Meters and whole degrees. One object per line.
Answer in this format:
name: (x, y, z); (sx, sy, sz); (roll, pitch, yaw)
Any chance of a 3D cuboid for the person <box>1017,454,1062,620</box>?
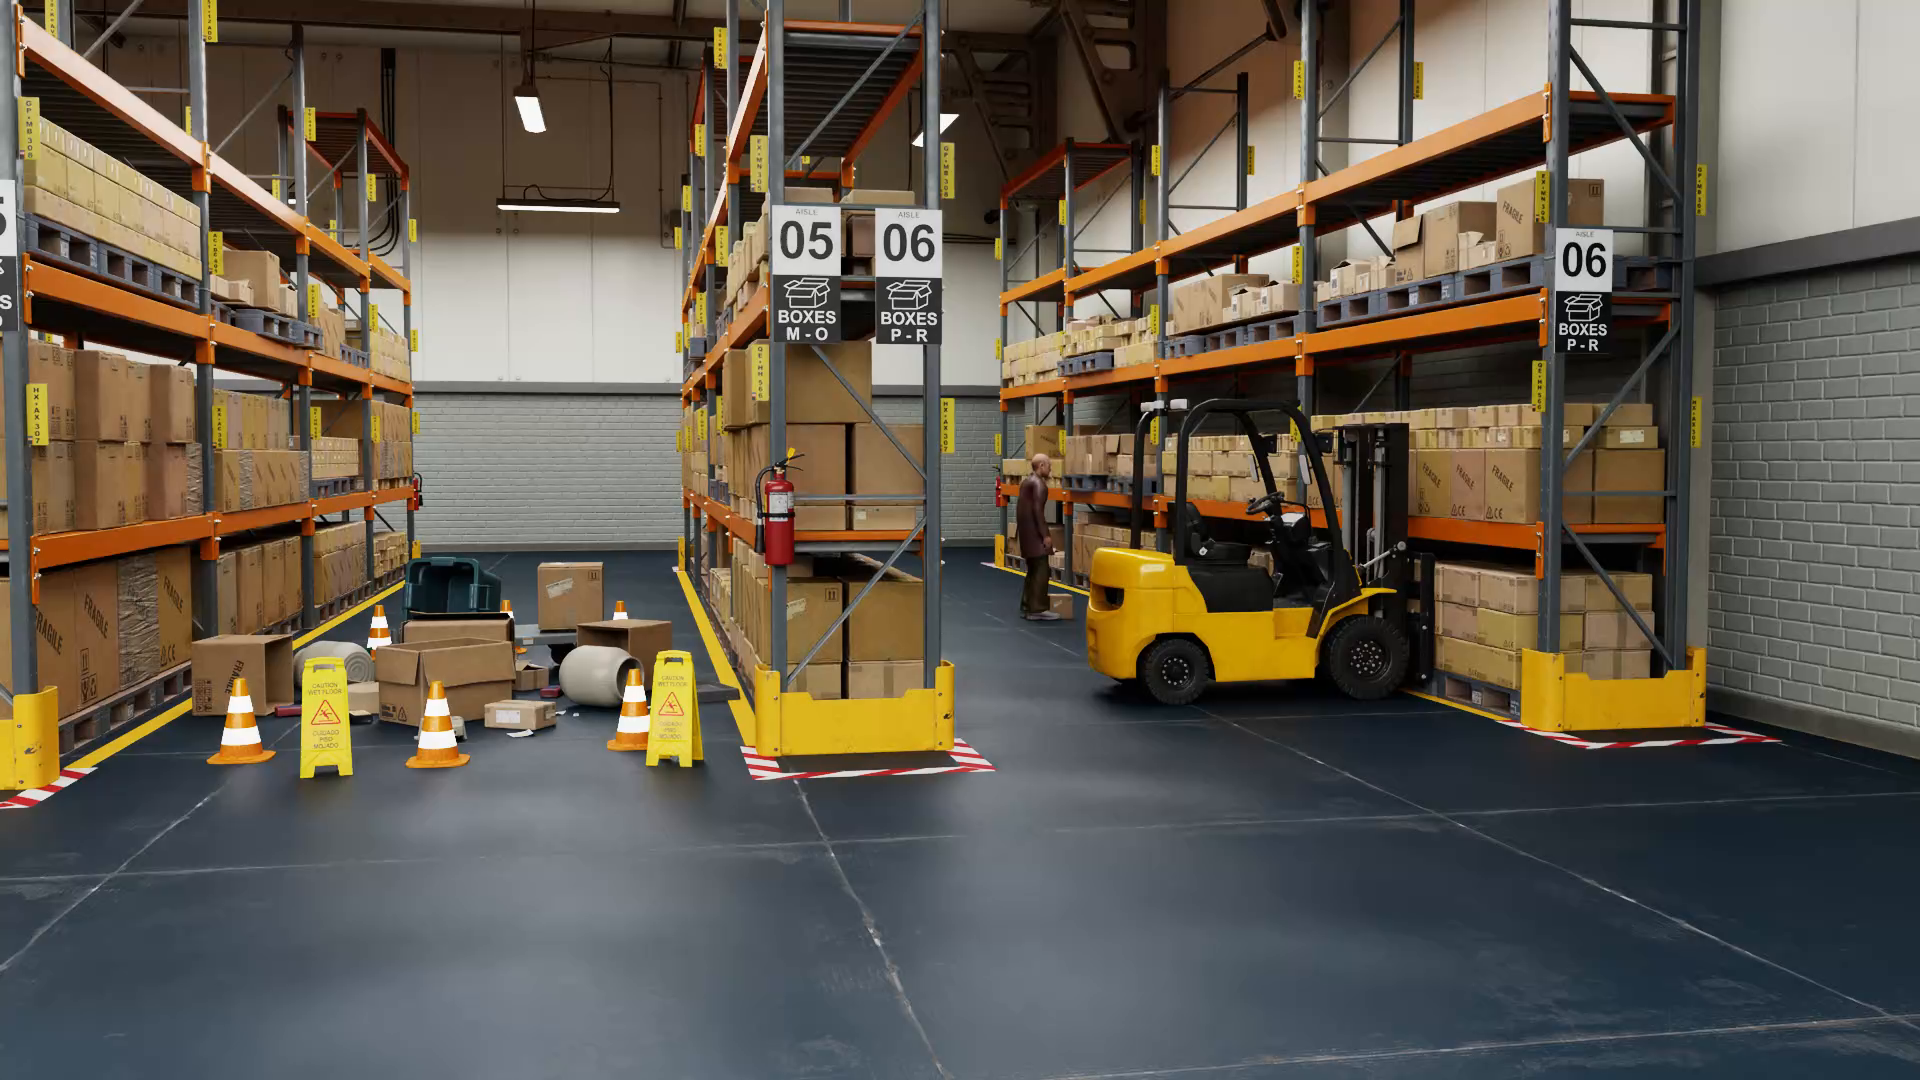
person: (0.829, -0.041, 17.902); (0.423, 1.774, 0.643); (-1, 3, -11)
